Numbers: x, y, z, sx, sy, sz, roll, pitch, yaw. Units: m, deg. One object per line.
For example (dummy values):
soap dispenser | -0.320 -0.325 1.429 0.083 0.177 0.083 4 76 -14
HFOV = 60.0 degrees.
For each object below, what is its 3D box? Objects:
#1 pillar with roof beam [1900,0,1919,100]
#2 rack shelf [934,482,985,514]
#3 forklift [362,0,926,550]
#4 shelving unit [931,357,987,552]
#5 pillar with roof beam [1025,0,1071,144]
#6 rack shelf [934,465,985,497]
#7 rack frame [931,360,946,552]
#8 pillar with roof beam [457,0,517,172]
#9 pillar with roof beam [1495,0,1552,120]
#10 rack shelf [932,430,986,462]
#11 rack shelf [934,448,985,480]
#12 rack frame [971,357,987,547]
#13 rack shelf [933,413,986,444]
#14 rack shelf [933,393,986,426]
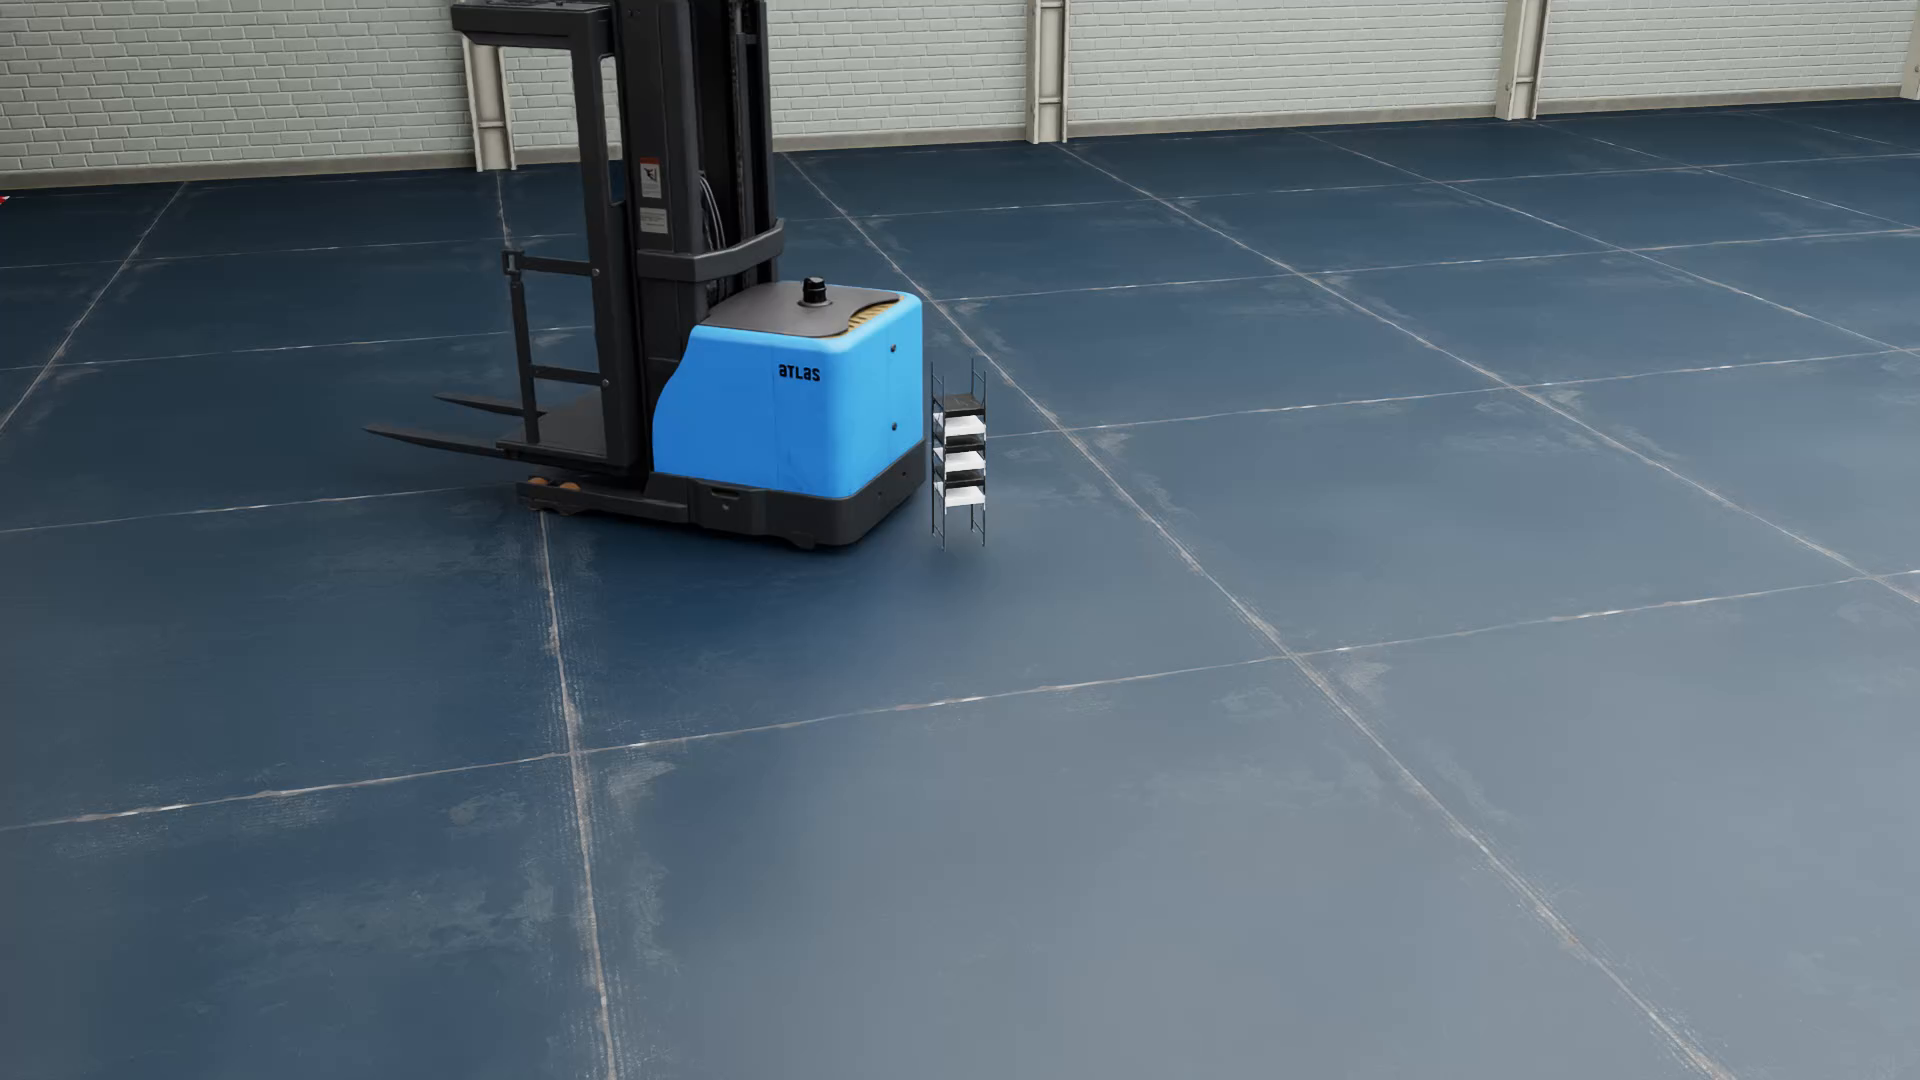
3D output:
pillar with roof beam | 13.686 -8.278 16.131 0.400 9.000 9.100 -6 24 -14
rack shelf | -0.008 -0.217 8.155 0.200 0.077 0.258 -6 24 -14
forklift | -1.748 -1.654 8.389 3.031 2.935 1.130 9 25 20
shelving unit | -0.008 -0.413 8.071 0.210 0.900 0.258 -6 24 -14
pillar with roof beam | 2.132 -7.000 13.152 0.400 9.000 9.100 -6 24 -14
rack shelf | -0.008 -0.299 8.119 0.200 0.077 0.258 -6 24 -14
rack frame | -0.106 -0.402 8.045 0.006 0.900 0.240 -6 24 -14
pillar with roof beam | -3.645 -6.361 11.662 0.400 9.000 9.100 -6 24 -14
pillar with roof beam | 7.909 -7.639 14.641 0.400 9.000 9.100 -6 24 -14
rack shelf | -0.008 -0.465 8.048 0.200 0.077 0.258 -6 24 -14
rack shelf | -0.008 -0.382 8.084 0.200 0.077 0.258 -6 24 -14
rack frame | 0.090 -0.424 8.096 0.006 0.900 0.240 -6 24 -14
rack shelf | -0.008 -0.547 8.013 0.200 0.077 0.258 -6 24 -14
rack shelf | -0.008 -0.630 7.977 0.200 0.077 0.258 -6 24 -14
